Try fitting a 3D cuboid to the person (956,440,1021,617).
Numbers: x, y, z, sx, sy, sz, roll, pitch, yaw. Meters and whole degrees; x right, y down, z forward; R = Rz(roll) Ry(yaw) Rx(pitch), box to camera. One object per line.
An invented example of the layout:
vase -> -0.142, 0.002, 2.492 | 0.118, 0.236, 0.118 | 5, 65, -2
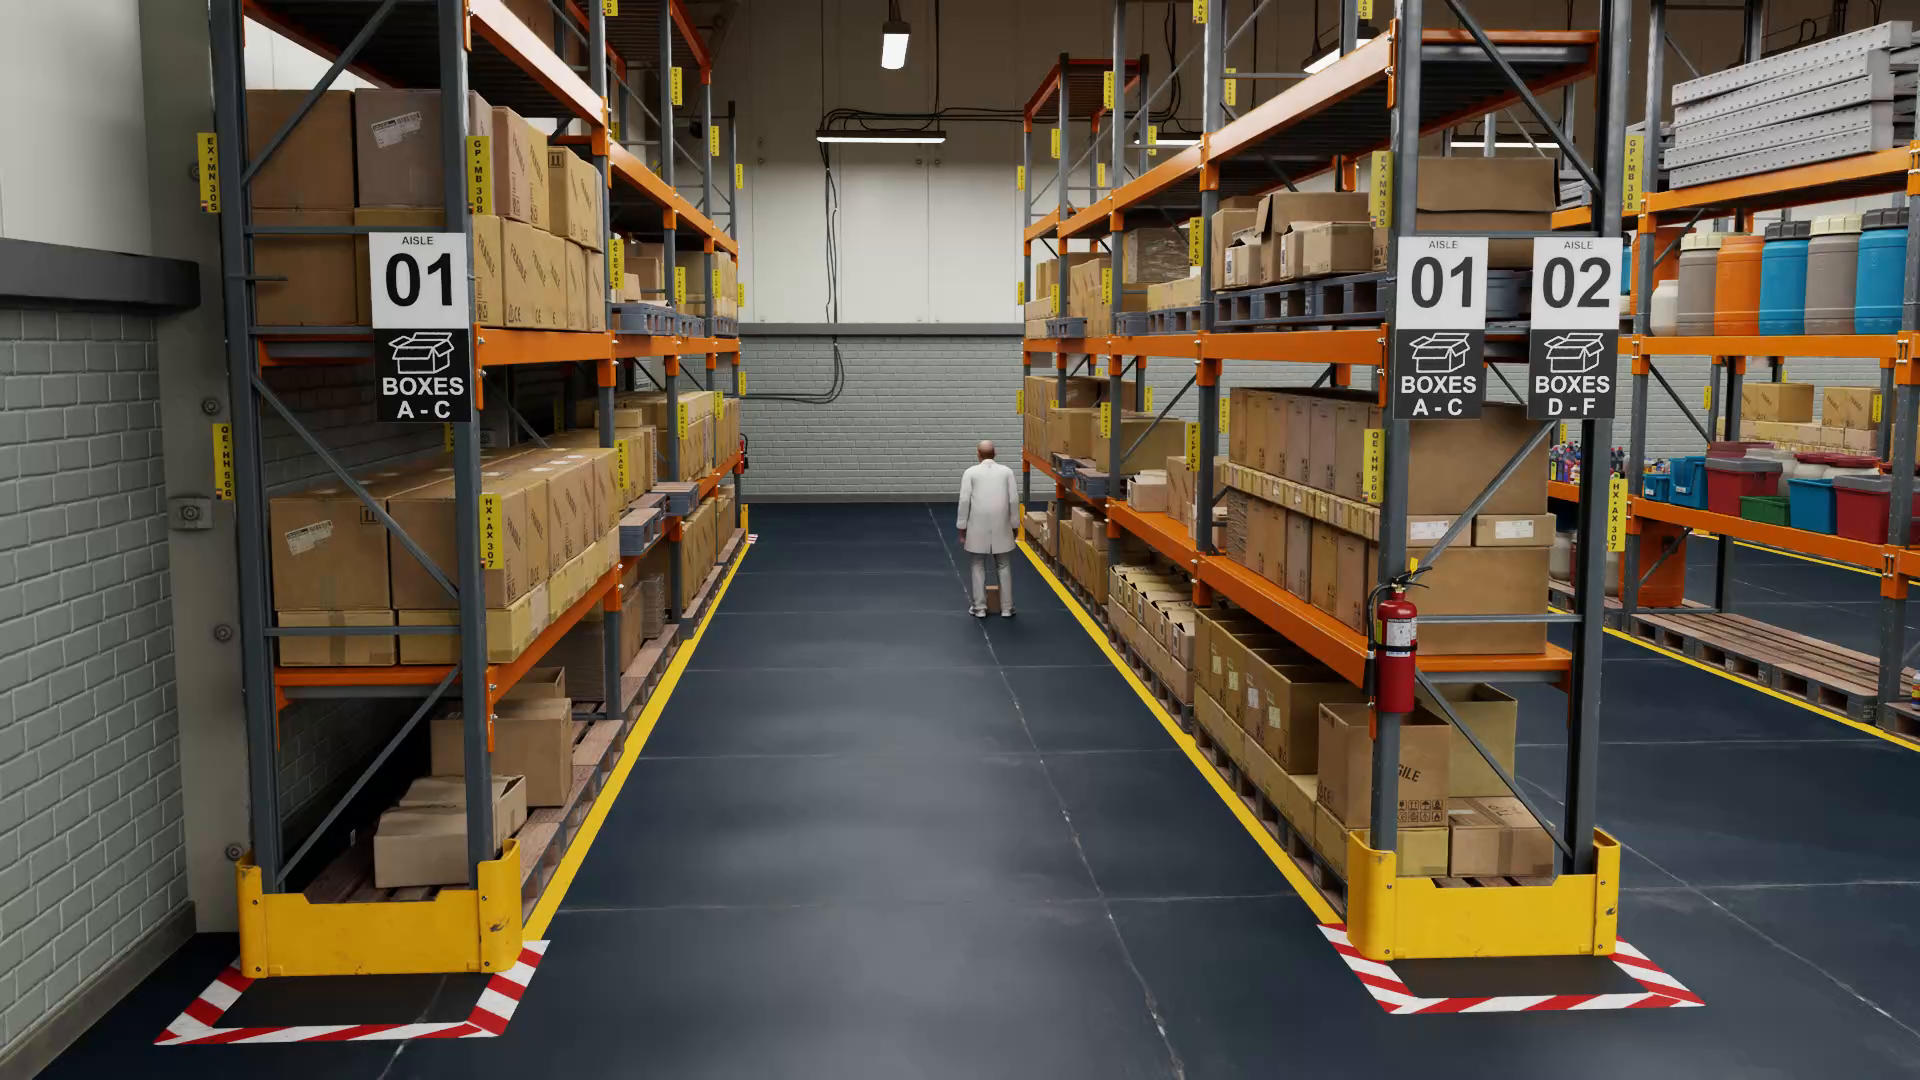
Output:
person -> 0.291, -0.116, 16.784 | 0.656, 1.774, 0.416 | -1, 7, -6
